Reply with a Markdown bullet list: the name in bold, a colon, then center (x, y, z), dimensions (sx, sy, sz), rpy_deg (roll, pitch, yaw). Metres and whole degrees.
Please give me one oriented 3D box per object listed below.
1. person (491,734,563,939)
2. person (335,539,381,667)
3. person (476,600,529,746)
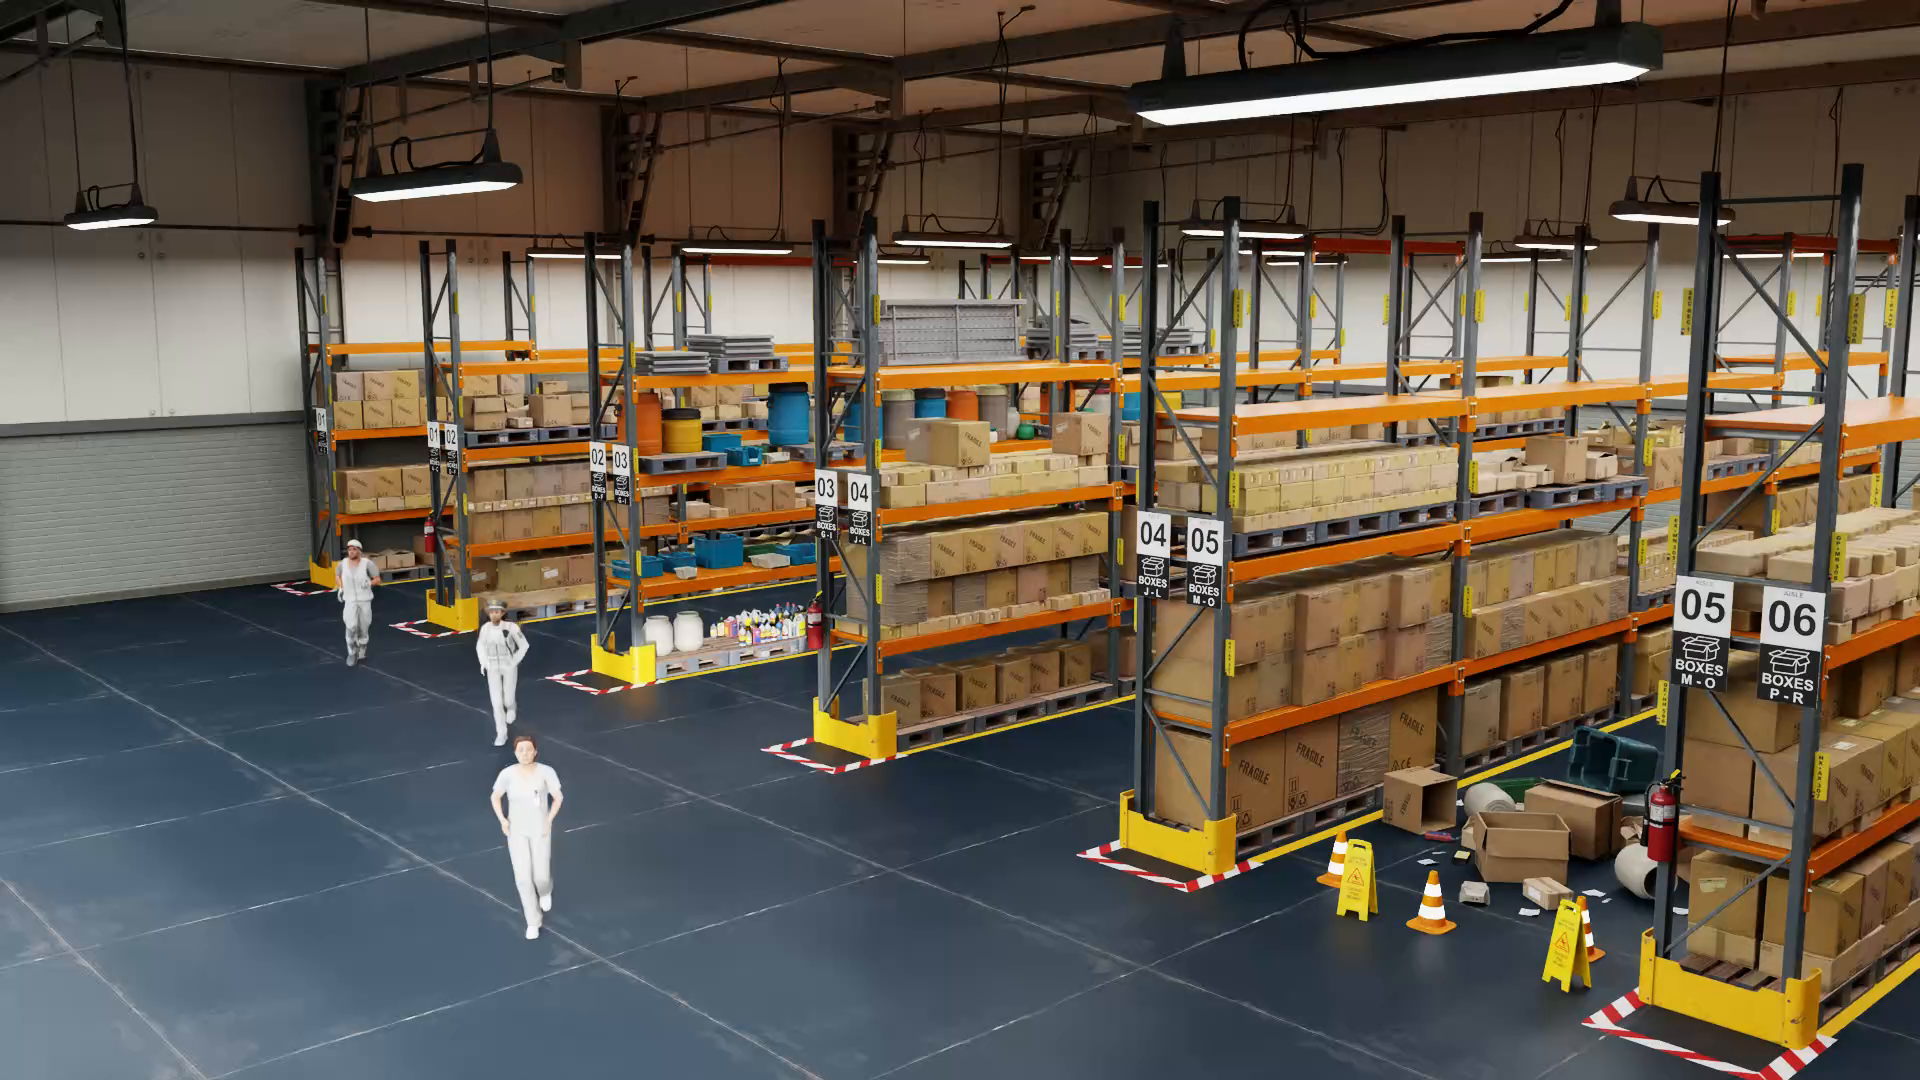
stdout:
- **person**: center (-3.533, 2.380, 13.607), dimensions (0.574, 1.644, 0.618), rpy_deg (-1, 8, -10)
- **person**: center (-8.437, 0.888, 23.317), dimensions (0.619, 1.809, 0.713), rpy_deg (-2, 9, -14)
- **person**: center (-5.328, 1.500, 19.395), dimensions (0.617, 1.687, 0.714), rpy_deg (0, 8, -2)
